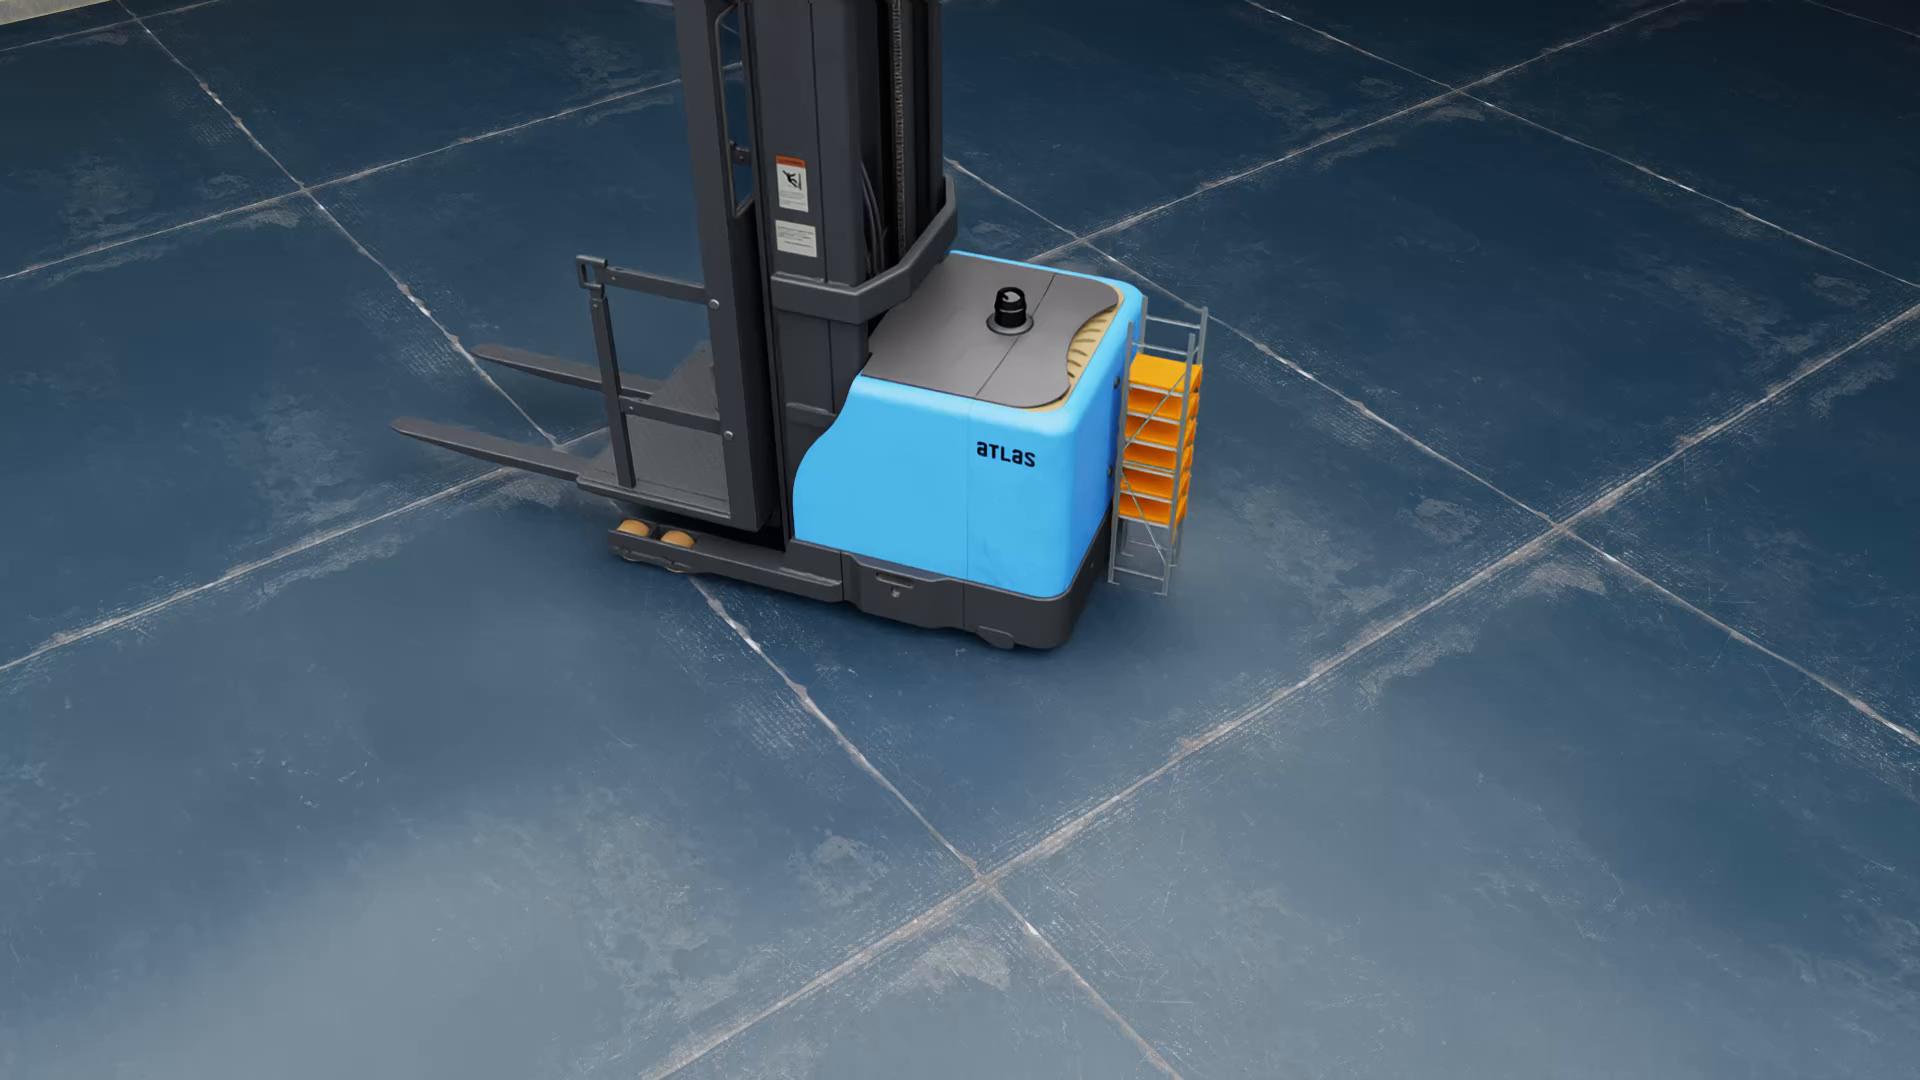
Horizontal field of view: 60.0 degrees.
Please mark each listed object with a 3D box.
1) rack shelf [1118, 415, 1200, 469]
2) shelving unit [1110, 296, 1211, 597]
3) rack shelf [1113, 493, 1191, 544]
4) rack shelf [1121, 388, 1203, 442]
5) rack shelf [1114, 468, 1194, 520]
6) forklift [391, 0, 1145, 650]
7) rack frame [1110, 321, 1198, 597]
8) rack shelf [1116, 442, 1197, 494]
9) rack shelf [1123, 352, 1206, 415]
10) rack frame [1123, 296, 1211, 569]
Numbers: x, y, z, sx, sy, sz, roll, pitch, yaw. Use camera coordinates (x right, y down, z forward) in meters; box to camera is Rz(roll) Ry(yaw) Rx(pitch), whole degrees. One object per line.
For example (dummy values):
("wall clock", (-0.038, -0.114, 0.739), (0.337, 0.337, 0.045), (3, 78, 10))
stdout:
("rack shelf", (0.736, -0.381, 6.149), (0.258, 0.103, 0.180), (13, 41, 16))
("shelving unit", (0.736, -0.323, 6.197), (0.258, 1.200, 0.189), (13, 41, 16))
("rack shelf", (0.735, -0.103, 6.378), (0.258, 0.103, 0.180), (13, 41, 16))
("rack shelf", (0.736, -0.474, 6.073), (0.258, 0.103, 0.180), (13, 41, 16))
("rack shelf", (0.735, -0.196, 6.301), (0.258, 0.103, 0.180), (13, 41, 16))
("forklift", (-0.858, -1.301, 6.025), (3.031, 2.935, 1.130), (13, 41, 16))
("rack frame", (0.704, -0.269, 6.131), (0.240, 1.200, 0.006), (13, 41, 16))
("rack shelf", (0.736, -0.289, 6.225), (0.258, 0.103, 0.180), (13, 41, 16))
("rack shelf", (0.737, -0.567, 5.997), (0.258, 0.103, 0.180), (13, 41, 16))
("rack frame", (0.768, -0.377, 6.263), (0.240, 1.200, 0.006), (13, 41, 16))
